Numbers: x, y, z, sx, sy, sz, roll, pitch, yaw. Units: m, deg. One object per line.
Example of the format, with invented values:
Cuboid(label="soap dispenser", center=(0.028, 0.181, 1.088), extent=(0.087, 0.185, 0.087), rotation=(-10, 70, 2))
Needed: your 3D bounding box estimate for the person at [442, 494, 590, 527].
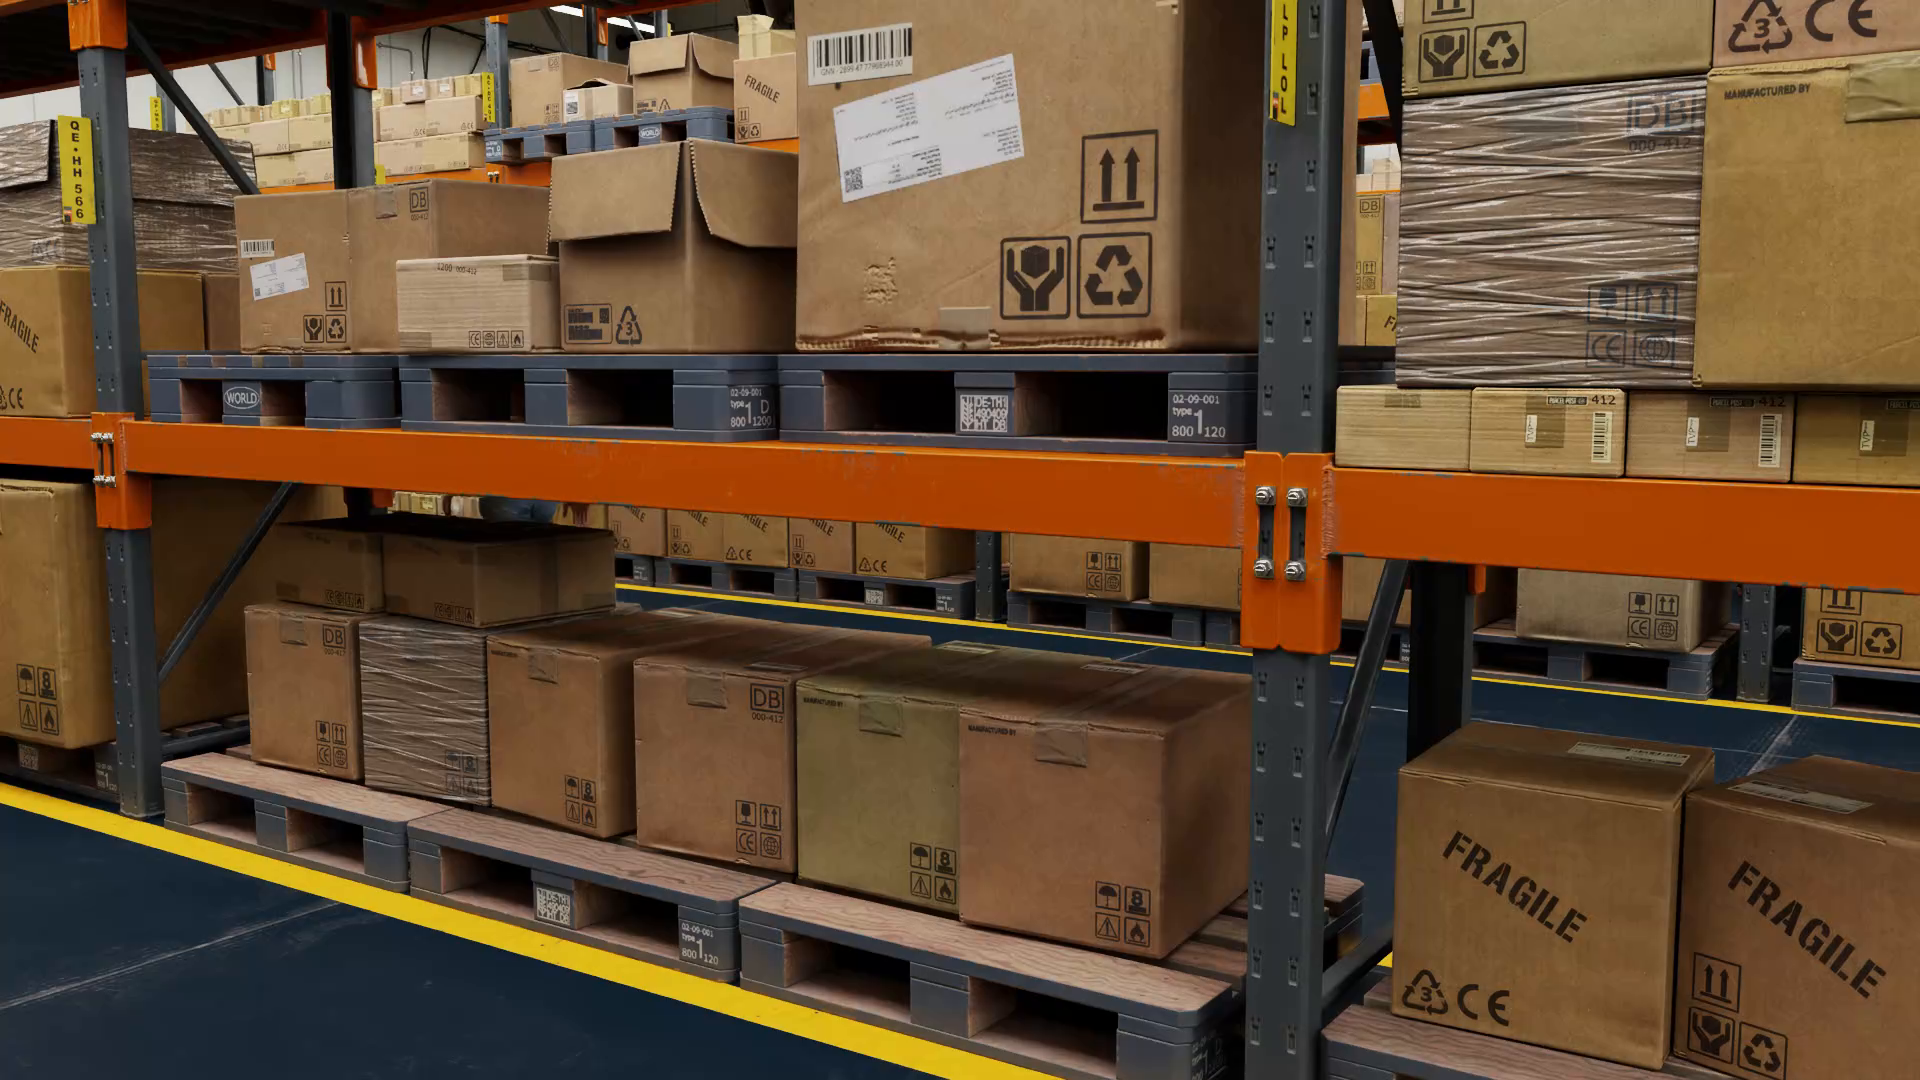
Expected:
Cuboid(label="person", center=(-2.000, -0.187, 7.518), extent=(0.580, 1.830, 0.581), rotation=(6, 9, 44))
